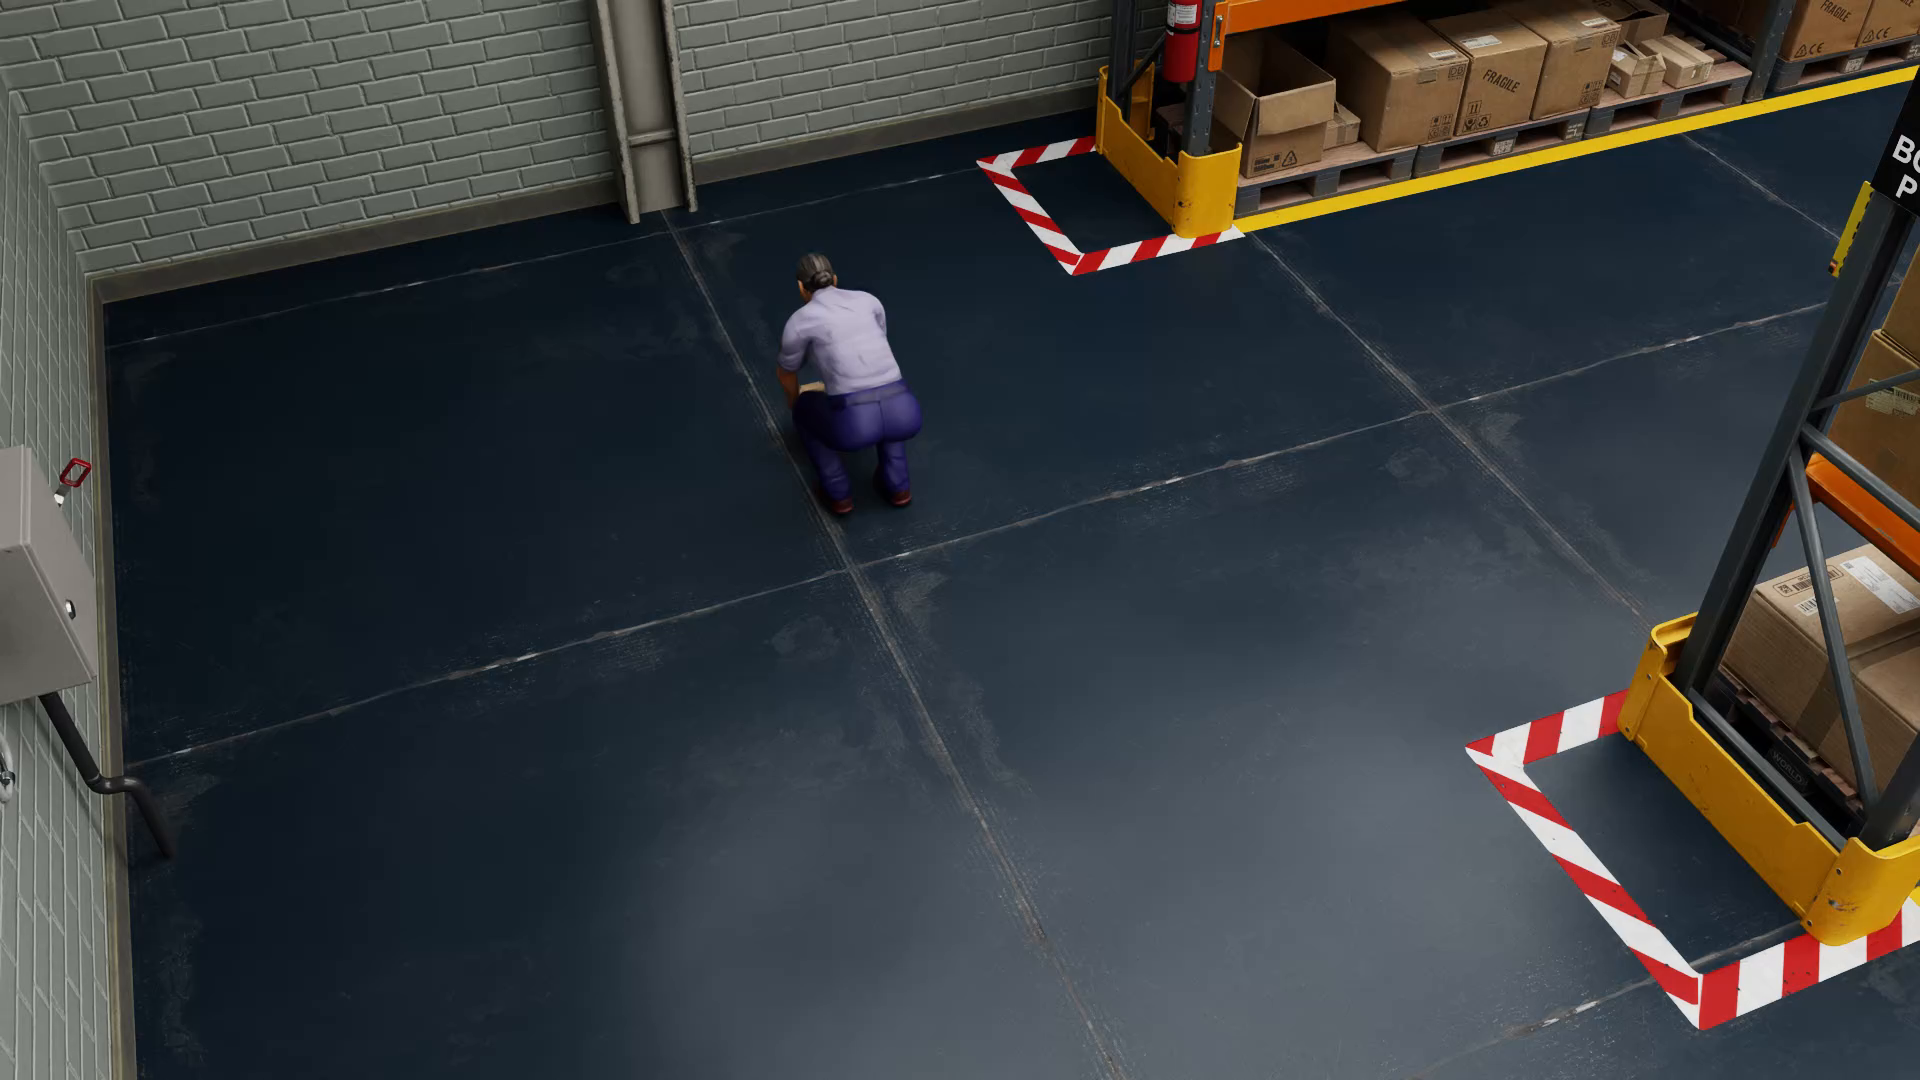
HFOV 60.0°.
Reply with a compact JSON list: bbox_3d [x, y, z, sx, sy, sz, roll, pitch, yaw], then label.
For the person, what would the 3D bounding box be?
[{"bbox_3d":[-0.491,-0.639,7.306,0.536,1.086,0.778,-16,44,-17],"label":"person"}]
